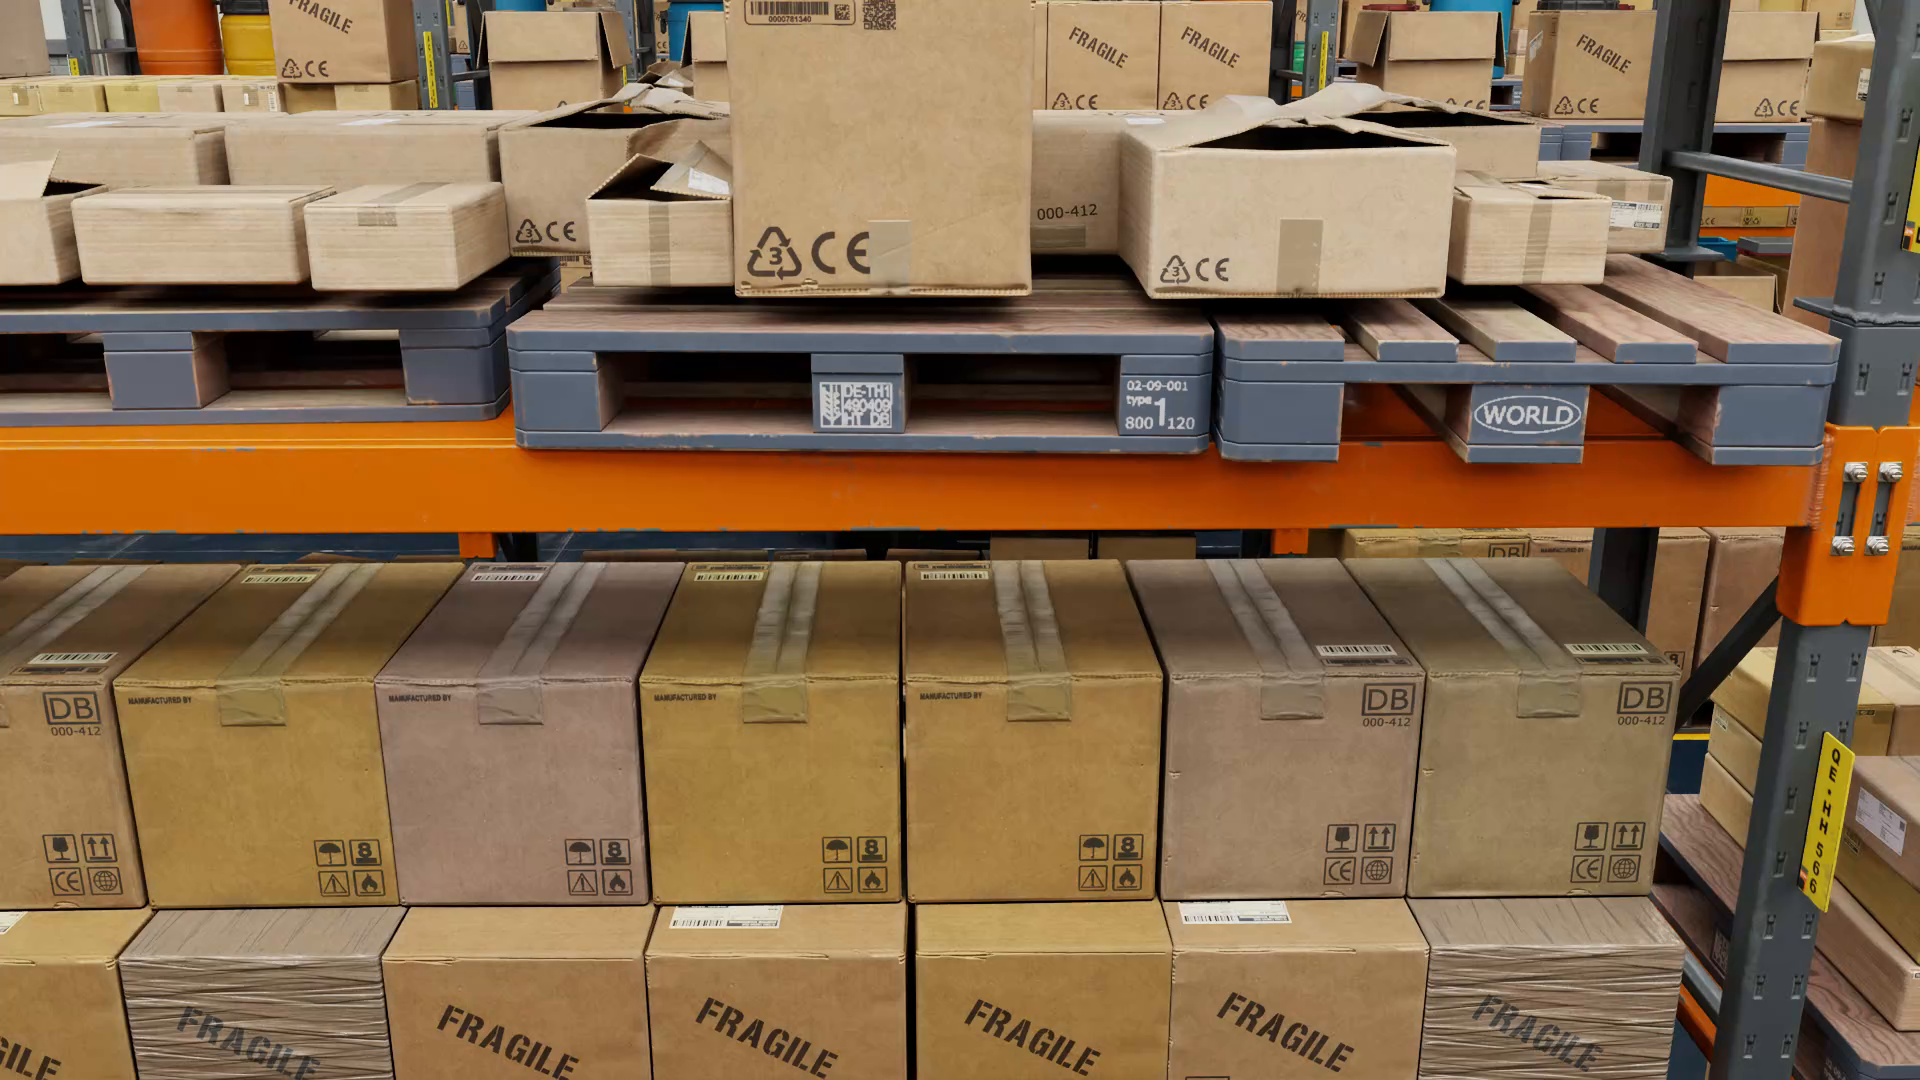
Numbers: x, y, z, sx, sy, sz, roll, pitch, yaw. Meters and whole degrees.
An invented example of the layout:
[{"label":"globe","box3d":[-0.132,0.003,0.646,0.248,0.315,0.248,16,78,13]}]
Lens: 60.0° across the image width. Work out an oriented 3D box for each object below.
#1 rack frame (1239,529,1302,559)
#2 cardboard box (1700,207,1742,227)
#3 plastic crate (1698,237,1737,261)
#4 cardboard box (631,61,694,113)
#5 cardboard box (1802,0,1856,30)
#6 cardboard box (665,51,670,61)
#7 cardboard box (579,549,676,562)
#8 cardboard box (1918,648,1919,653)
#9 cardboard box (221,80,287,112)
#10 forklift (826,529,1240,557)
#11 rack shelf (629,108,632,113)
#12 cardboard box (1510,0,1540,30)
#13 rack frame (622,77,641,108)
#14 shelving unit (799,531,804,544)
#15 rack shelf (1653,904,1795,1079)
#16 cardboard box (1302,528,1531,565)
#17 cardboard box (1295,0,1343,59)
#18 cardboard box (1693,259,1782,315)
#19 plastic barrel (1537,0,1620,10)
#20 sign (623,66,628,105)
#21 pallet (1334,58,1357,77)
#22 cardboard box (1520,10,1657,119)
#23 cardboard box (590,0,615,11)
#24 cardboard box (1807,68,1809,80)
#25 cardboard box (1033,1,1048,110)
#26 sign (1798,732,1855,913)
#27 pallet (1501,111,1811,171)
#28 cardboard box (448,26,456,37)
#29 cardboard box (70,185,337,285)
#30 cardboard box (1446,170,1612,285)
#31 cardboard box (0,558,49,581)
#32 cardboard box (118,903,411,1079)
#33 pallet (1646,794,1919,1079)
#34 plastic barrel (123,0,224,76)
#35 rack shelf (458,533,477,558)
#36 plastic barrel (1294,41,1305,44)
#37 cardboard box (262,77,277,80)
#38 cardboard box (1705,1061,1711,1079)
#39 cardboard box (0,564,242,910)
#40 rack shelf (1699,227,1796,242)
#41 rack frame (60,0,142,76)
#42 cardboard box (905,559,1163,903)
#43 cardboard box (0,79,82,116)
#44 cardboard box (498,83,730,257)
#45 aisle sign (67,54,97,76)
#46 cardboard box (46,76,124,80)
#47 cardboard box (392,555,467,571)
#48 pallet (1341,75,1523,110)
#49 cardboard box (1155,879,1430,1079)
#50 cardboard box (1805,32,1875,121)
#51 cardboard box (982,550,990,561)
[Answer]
[{"label":"rack frame","box3d":[1.624,-0.607,8.528,0.127,3.000,1.000,0,18,-1]},{"label":"cardboard box","box3d":[8.009,-3.629,17.786,0.500,0.500,0.500,0,18,0]},{"label":"plastic crate","box3d":[6.007,-2.266,13.629,0.575,0.384,0.392,0,18,-1]},{"label":"cardboard box","box3d":[-1.437,-2.187,8.076,0.258,0.266,0.396,0,18,1]},{"label":"cardboard box","box3d":[8.957,-5.615,17.431,0.500,0.500,0.700,0,18,-1]},{"label":"cardboard box","box3d":[-3.617,-6.535,21.901,0.500,0.500,0.500,-2,18,-6]},{"label":"cardboard box","box3d":[-1.761,0.397,8.771,0.500,0.500,0.700,-2,18,-5]},{"label":"cardboard box","box3d":[2.597,0.401,4.137,0.250,0.149,0.380,0,18,1]},{"label":"cardboard box","box3d":[-3.214,-2.043,7.689,0.250,0.149,0.380,-1,18,-4]},{"label":"forklift","box3d":[0.627,-1.392,11.088,3.031,2.935,1.130,0,18,1]},{"label":"rack shelf","box3d":[-0.454,-3.196,12.865,4.000,0.370,1.077,0,18,-1]},{"label":"cardboard box","box3d":[5.957,-5.618,17.437,0.500,0.500,0.700,0,18,-1]},{"label":"rack frame","box3d":[-2.453,-2.100,13.184,0.127,3.000,1.000,0,18,-1]},{"label":"shelving unit","box3d":[-1.001,-0.436,11.435,0.210,0.900,0.258,0,18,1]},{"label":"rack shelf","box3d":[3.601,1.242,3.944,4.000,0.370,1.077,0,18,-1]},{"label":"cardboard box","box3d":[2.315,0.208,8.779,0.875,0.875,1.225,-1,18,-3]},{"label":"cardboard box","box3d":[3.633,-5.388,17.507,0.600,0.600,0.600,-1,18,-3]},{"label":"cardboard box","box3d":[3.678,-1.138,8.379,0.637,0.503,0.797,0,18,1]},{"label":"plastic barrel","box3d":[4.636,-3.790,12.546,0.600,0.588,0.600,0,18,0]},{"label":"sign","box3d":[-2.456,-3.365,12.200,0.005,0.325,0.100,0,18,-1]},{"label":"pallet","box3d":[3.781,-5.003,17.629,1.003,0.211,1.213,0,18,-1]},{"label":"cardboard box","box3d":[3.095,-2.339,8.165,0.500,0.500,0.500,1,18,2]},{"label":"cardboard box","box3d":[-4.641,-7.152,22.187,0.500,0.500,0.500,0,18,-1]},{"label":"cardboard box","box3d":[8.961,-4.945,17.386,0.500,0.250,0.500,0,18,-1]},{"label":"cardboard box","box3d":[0.143,-2.238,7.722,0.500,0.500,0.500,0,18,0]},{"label":"sign","box3d":[1.614,0.527,3.099,0.005,0.325,0.100,0,18,-1]},{"label":"pallet","box3d":[3.385,-1.971,8.179,1.213,0.211,1.003,1,18,2]},{"label":"cardboard box","box3d":[-5.380,-5.303,17.587,0.500,0.250,0.500,0,18,-1]},{"label":"cardboard box","box3d":[-1.357,-0.558,3.024,0.380,0.149,0.250,0,18,-1]},{"label":"cardboard box","box3d":[1.006,-0.586,3.084,0.250,0.166,0.380,0,18,-1]},{"label":"cardboard box","box3d":[-5.153,0.411,8.761,0.500,0.500,0.500,4,18,14]},{"label":"cardboard box","box3d":[-1.363,0.957,3.489,0.500,0.500,0.500,0,18,0]},{"label":"pallet","box3d":[2.312,0.964,3.946,1.003,0.211,1.213,0,18,-1]},{"label":"plastic barrel","box3d":[-5.969,-3.955,12.664,0.708,0.830,0.600,0,18,-1]},{"label":"rack shelf","box3d":[-4.375,-0.235,8.548,4.000,0.370,1.077,0,18,-1]},{"label":"plastic barrel","box3d":[2.616,-3.732,12.898,0.301,0.262,0.301,0,18,0]},{"label":"cardboard box","box3d":[-3.243,-2.210,8.208,0.250,0.149,0.380,0,18,0]},{"label":"cardboard box","box3d":[2.281,1.459,4.267,0.500,0.250,0.500,-1,18,-2]},{"label":"cardboard box","box3d":[-1.902,0.400,3.589,0.500,0.500,0.700,-1,18,-2]},{"label":"rack shelf","box3d":[7.471,-3.319,18.160,4.000,0.370,1.077,0,18,-1]},{"label":"rack frame","box3d":[-6.453,-4.937,12.207,0.127,3.000,1.000,0,18,-1]},{"label":"cardboard box","box3d":[0.134,0.390,3.620,0.500,0.500,0.700,-1,18,-2]},{"label":"cardboard box","box3d":[-4.284,-2.062,7.747,0.250,0.149,0.380,-1,18,-3]},{"label":"cardboard box","box3d":[-0.649,-0.781,3.456,0.500,0.311,0.500,-1,18,-3]},{"label":"aisle sign","box3d":[-6.520,-3.229,12.446,0.004,0.787,0.394,0,18,-1]},{"label":"cardboard box","box3d":[-4.265,-2.197,8.169,0.250,0.149,0.380,0,18,1]},{"label":"cardboard box","box3d":[-2.776,0.393,8.818,0.500,0.500,0.500,-1,18,-3]},{"label":"pallet","box3d":[3.629,-3.437,12.750,1.213,0.211,1.003,0,18,-1]},{"label":"cardboard box","box3d":[0.657,0.947,3.520,0.500,0.500,0.500,0,18,-1]},{"label":"cardboard box","box3d":[2.002,-1.013,3.467,0.258,0.266,0.396,0,18,-1]},{"label":"cardboard box","box3d":[0.400,0.390,8.793,0.500,0.500,0.700,-2,18,-5]}]
